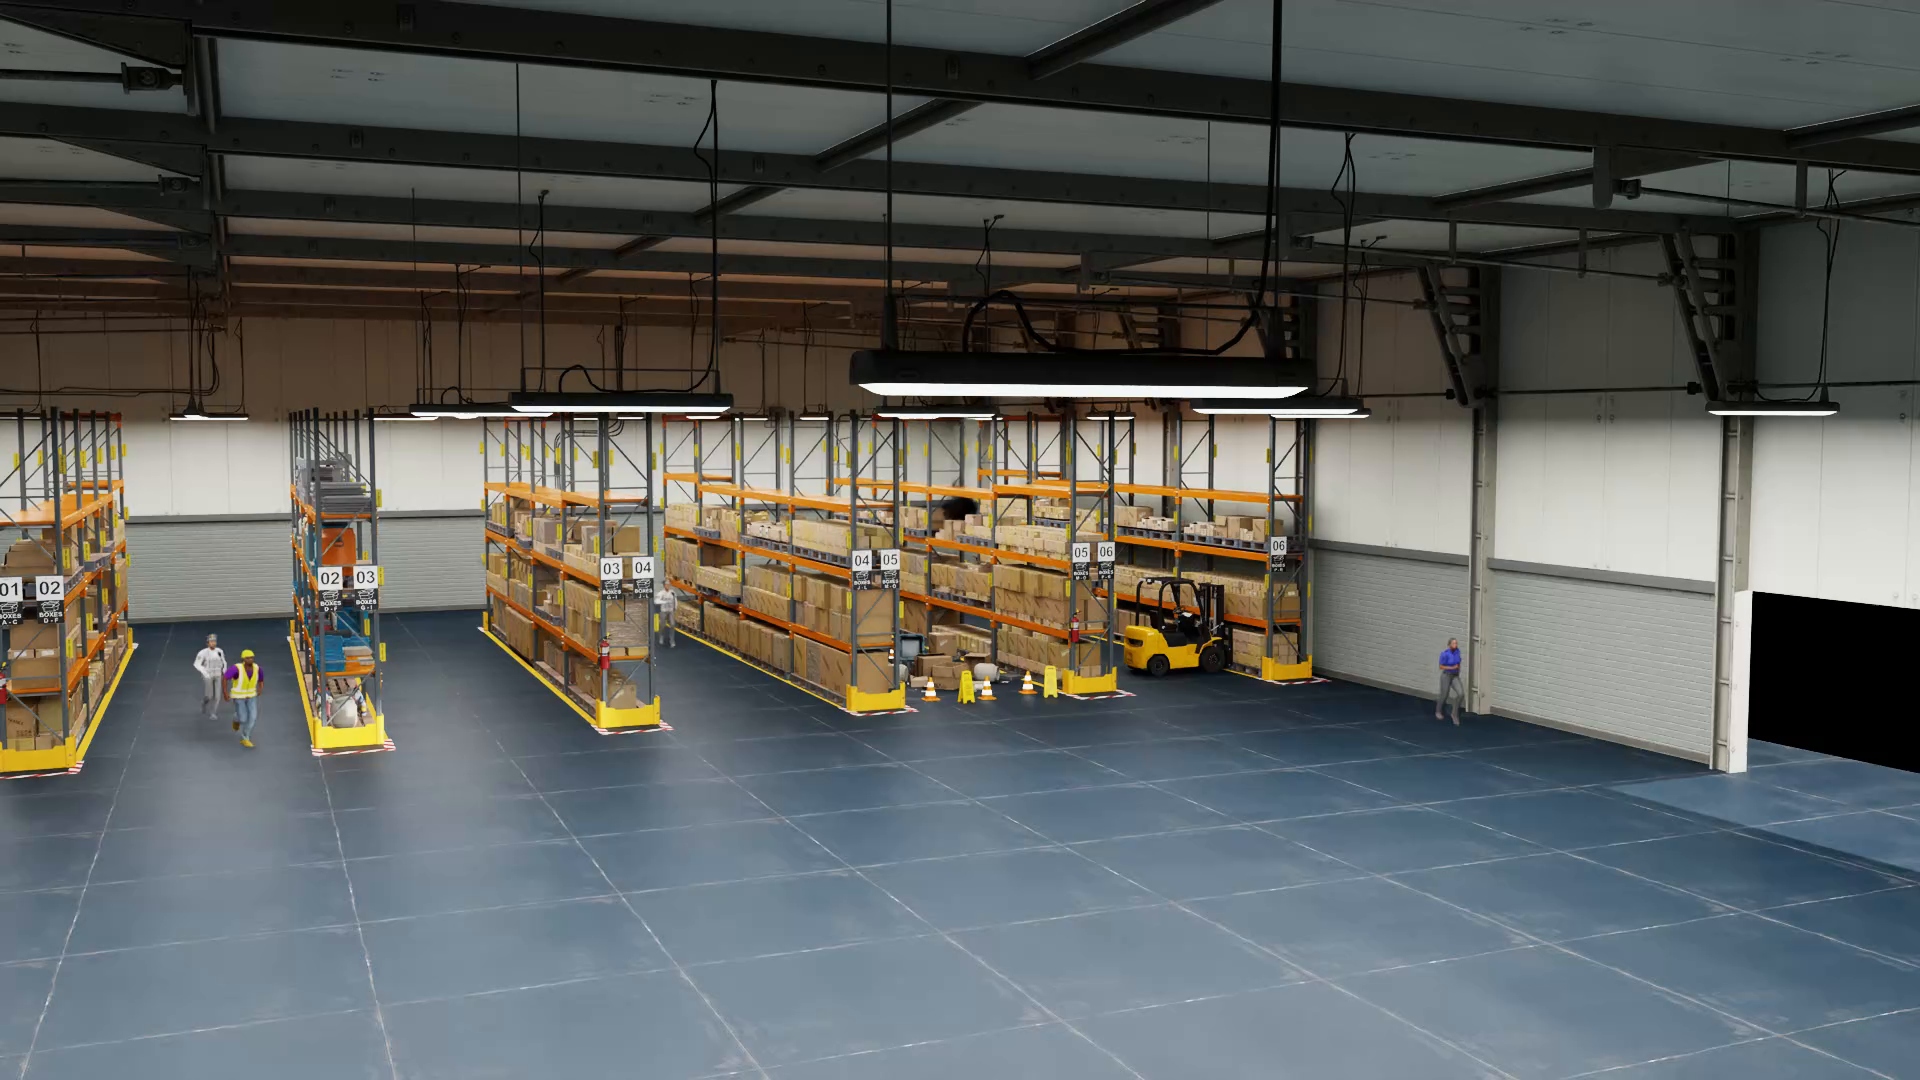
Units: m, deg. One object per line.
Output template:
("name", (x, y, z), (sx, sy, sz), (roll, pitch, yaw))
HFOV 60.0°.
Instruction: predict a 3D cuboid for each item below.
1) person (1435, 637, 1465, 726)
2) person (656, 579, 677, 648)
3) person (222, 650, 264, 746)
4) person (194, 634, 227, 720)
("person", (9.351, 2.684, 31.757), (0.599, 1.683, 0.831), (-1, 4, -17))
("person", (-7.544, 1.873, 42.768), (0.636, 1.744, 0.798), (-2, 4, -27))
("person", (-12.791, 2.804, 29.690), (0.729, 1.713, 0.703), (-4, 6, -45))
("person", (-14.496, 2.641, 32.199), (0.577, 1.652, 0.543), (-4, 6, -43))
